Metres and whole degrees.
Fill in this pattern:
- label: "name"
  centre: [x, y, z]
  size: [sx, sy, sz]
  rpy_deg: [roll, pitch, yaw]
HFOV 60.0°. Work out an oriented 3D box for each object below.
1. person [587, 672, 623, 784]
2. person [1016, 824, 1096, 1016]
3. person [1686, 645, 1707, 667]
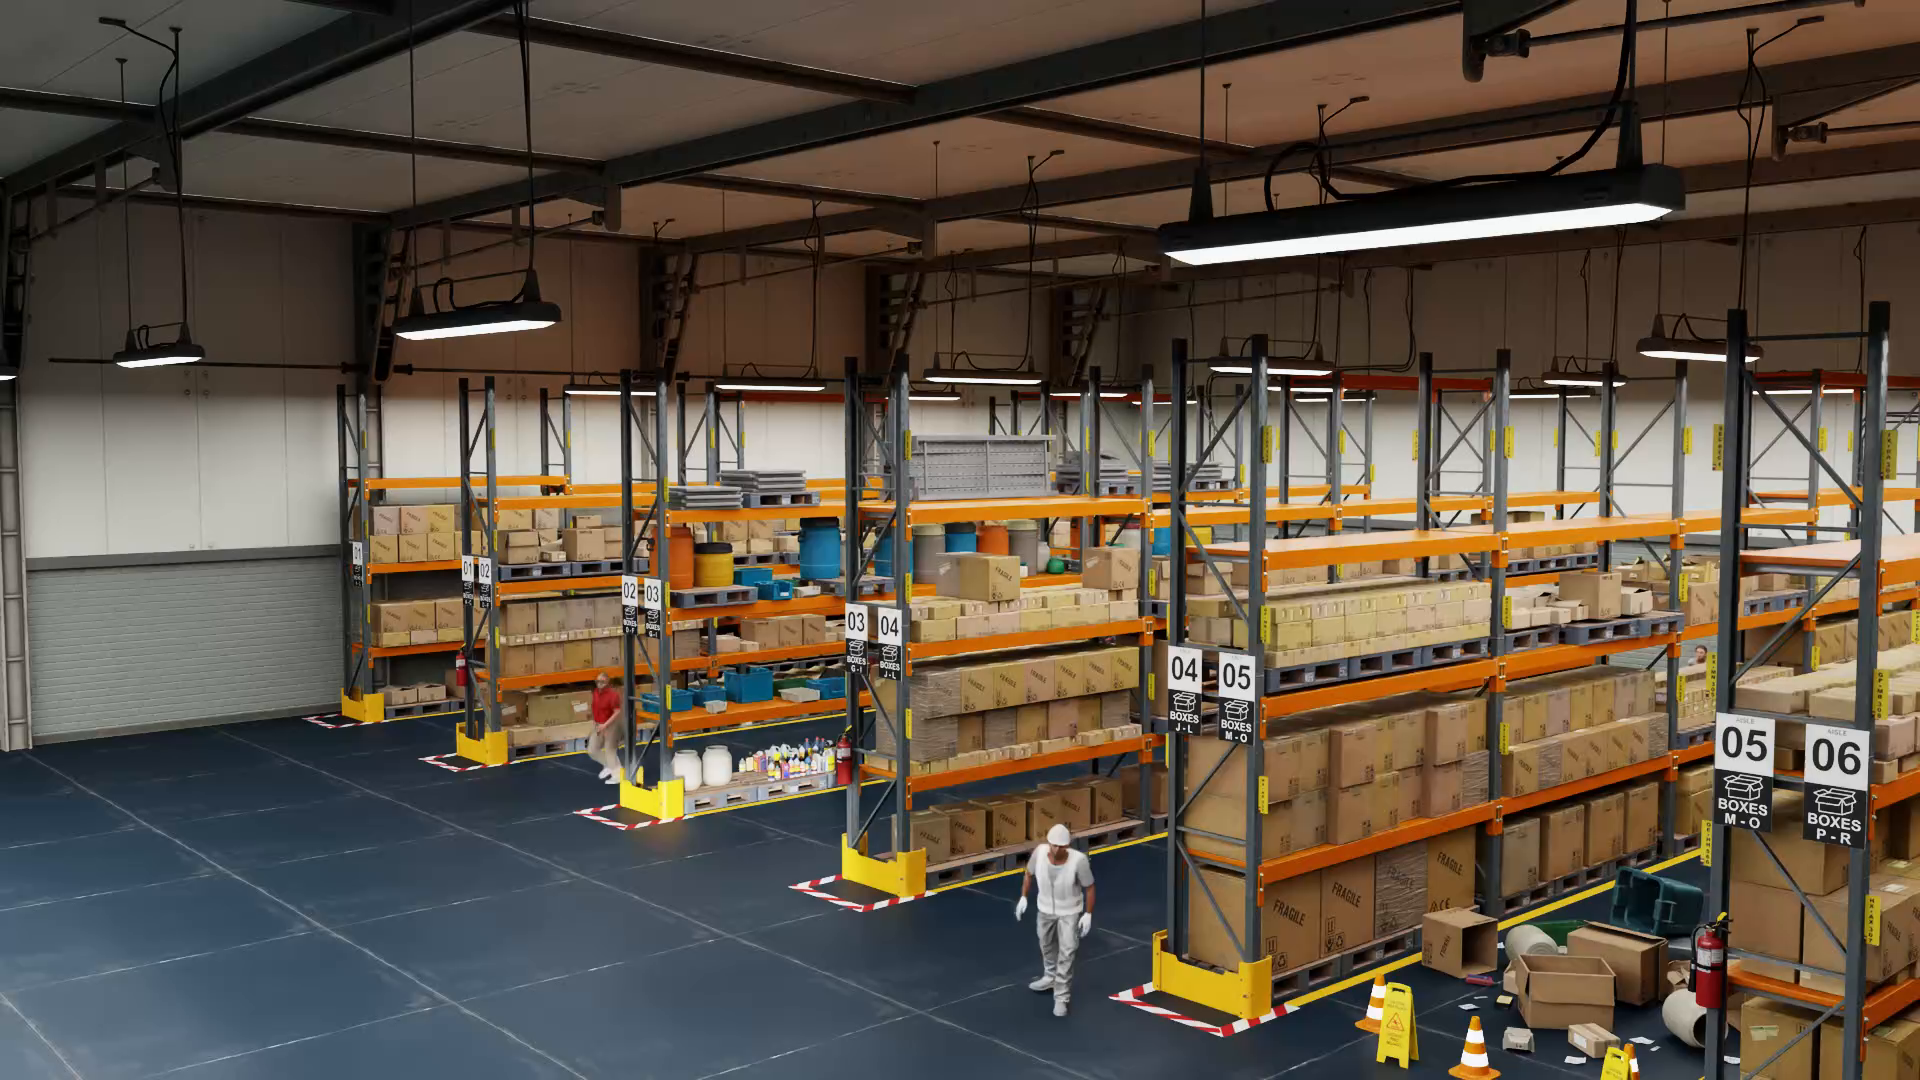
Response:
- label: "person"
  centre: [-5.144, 2.736, 24.127]
  size: [0.682, 1.668, 0.814]
  rpy_deg: [2, 4, 33]
- label: "person"
  centre: [0.886, 3.346, 14.981]
  size: [0.722, 1.707, 0.777]
  rpy_deg: [2, 4, 25]
- label: "person"
  centre: [12.449, 2.539, 27.906]
  size: [0.548, 1.604, 0.633]
  rpy_deg: [2, 4, 32]
